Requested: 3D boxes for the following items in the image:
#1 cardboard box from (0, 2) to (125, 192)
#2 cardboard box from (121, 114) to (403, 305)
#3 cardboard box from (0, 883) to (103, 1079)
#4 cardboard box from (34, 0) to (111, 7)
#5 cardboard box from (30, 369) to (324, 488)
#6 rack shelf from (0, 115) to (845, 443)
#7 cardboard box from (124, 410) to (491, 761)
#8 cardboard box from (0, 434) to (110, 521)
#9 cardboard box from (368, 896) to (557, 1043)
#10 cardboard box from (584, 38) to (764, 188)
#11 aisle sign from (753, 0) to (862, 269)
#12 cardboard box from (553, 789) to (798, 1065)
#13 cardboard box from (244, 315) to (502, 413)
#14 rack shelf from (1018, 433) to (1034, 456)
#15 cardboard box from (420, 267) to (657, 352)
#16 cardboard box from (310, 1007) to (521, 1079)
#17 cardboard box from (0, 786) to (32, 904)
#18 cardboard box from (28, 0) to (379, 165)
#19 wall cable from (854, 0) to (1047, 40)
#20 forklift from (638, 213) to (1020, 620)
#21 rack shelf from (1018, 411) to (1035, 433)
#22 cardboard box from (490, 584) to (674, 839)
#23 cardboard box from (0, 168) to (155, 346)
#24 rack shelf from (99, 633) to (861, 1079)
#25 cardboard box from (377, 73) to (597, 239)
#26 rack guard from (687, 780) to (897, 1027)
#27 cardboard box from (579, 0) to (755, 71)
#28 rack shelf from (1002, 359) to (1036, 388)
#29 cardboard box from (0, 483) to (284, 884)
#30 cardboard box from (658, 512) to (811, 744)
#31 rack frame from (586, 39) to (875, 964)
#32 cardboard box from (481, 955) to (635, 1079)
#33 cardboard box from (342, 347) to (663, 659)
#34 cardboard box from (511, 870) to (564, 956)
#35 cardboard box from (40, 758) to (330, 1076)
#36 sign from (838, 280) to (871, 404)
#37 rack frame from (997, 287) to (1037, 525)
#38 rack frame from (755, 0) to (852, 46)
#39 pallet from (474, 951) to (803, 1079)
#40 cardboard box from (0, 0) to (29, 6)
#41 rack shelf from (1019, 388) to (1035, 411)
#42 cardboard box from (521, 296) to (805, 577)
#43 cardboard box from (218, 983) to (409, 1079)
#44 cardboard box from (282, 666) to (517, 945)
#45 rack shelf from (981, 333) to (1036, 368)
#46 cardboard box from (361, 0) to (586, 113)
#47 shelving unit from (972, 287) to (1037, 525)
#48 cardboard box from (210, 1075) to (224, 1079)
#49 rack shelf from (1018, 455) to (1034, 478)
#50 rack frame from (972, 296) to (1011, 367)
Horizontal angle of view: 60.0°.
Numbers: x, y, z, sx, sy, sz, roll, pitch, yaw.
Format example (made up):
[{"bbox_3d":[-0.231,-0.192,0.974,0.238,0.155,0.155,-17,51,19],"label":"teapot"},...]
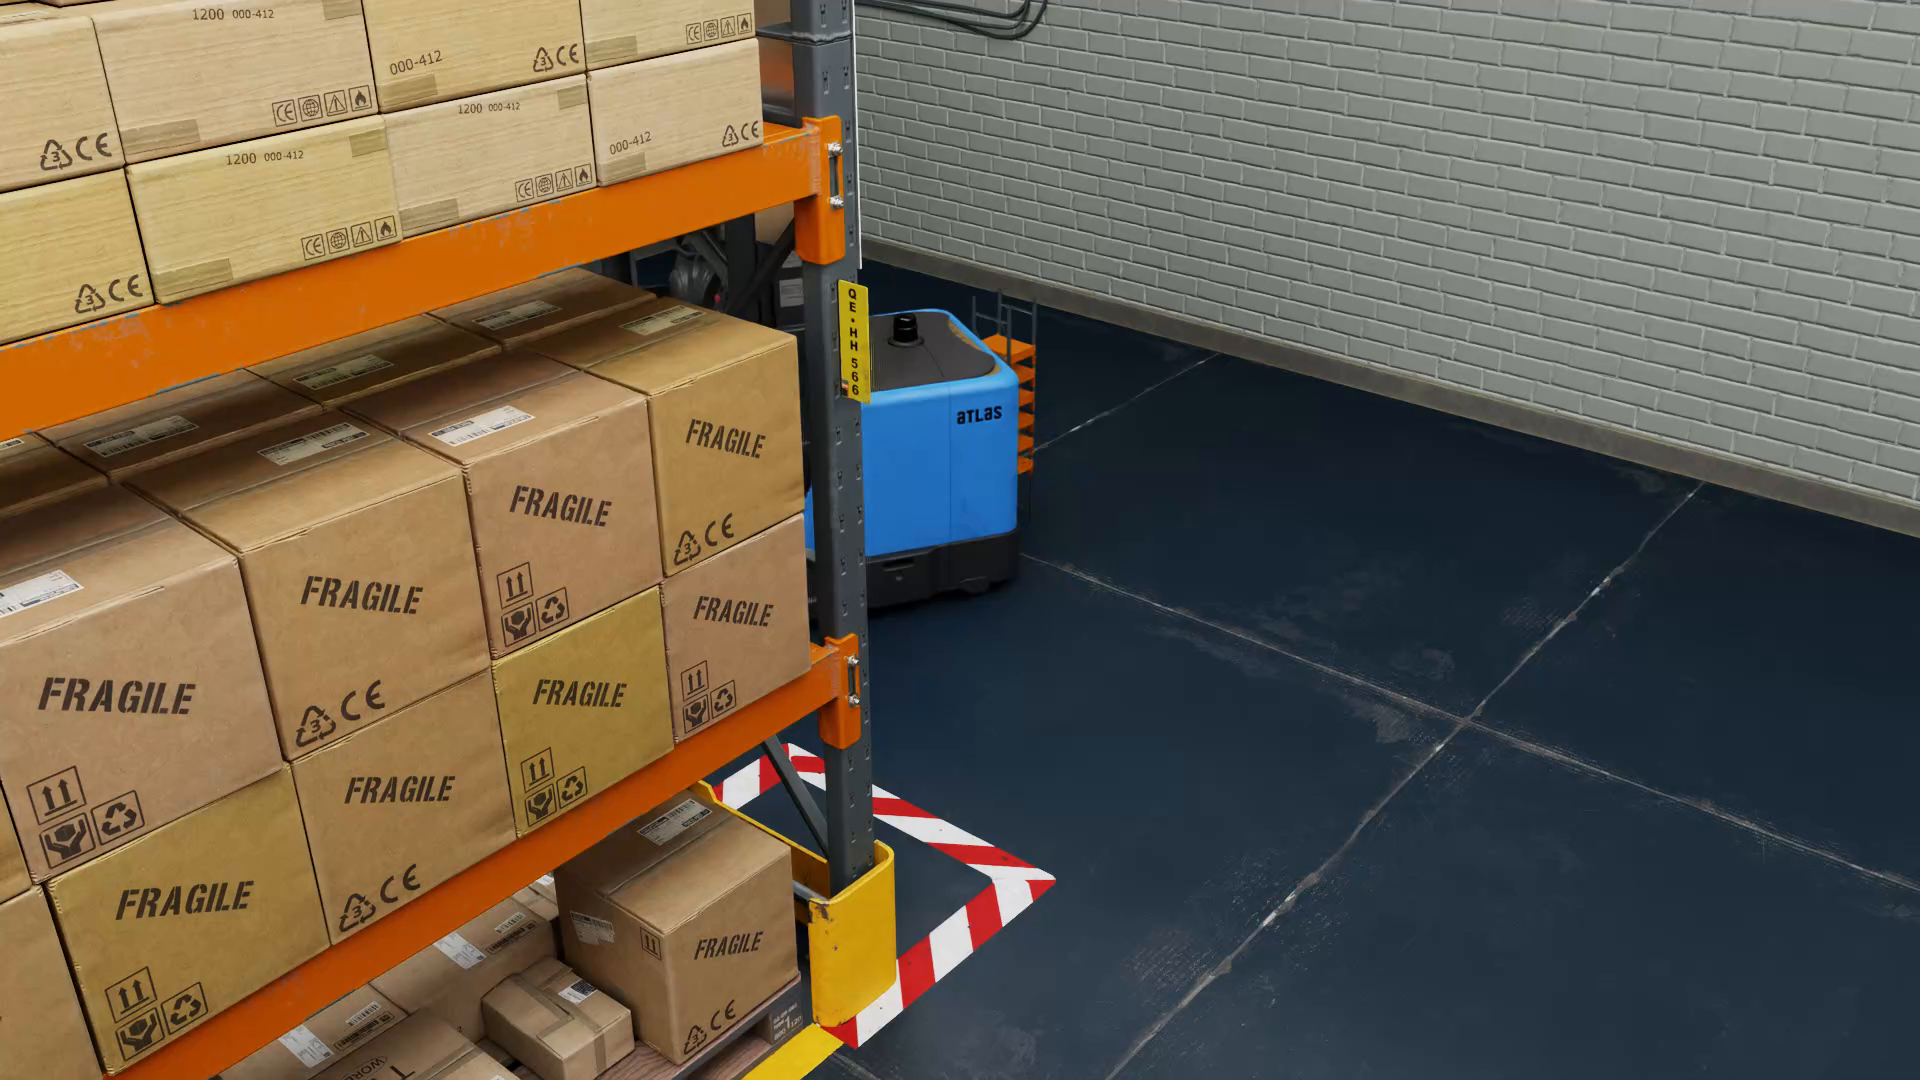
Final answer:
[{"bbox_3d":[-1.775,-0.733,2.758,0.500,0.250,0.500,21,34,34],"label":"cardboard box"},{"bbox_3d":[-1.451,-0.686,3.211,0.500,0.250,0.500,21,34,34],"label":"cardboard box"},{"bbox_3d":[-2.060,0.879,3.178,0.500,0.500,0.500,21,34,34],"label":"cardboard box"},{"bbox_3d":[-1.626,-1.308,3.052,0.700,0.500,0.500,21,34,34],"label":"cardboard box"},{"bbox_3d":[-1.828,-0.080,3.943,0.500,0.500,0.500,21,34,35],"label":"cardboard box"},{"bbox_3d":[-1.966,-0.339,3.159,1.077,0.370,4.000,21,34,34],"label":"rack shelf"},{"bbox_3d":[-1.411,0.079,3.635,0.500,0.500,0.500,22,34,36],"label":"cardboard box"},{"bbox_3d":[-2.150,0.101,3.594,0.500,0.500,0.500,20,34,34],"label":"cardboard box"},{"bbox_3d":[-1.576,1.278,5.029,0.500,0.250,0.500,21,34,34],"label":"cardboard box"},{"bbox_3d":[-0.817,-1.041,3.897,0.500,0.250,0.500,21,34,34],"label":"cardboard box"},{"bbox_3d":[-0.414,-1.124,4.330,0.394,0.787,0.004,21,34,34],"label":"aisle sign"},{"bbox_3d":[-0.849,1.145,5.015,0.500,0.500,0.500,21,34,34],"label":"cardboard box"},{"bbox_3d":[-1.506,-0.256,4.283,0.500,0.500,0.500,21,34,35],"label":"cardboard box"},{"bbox_3d":[0.210,-0.471,8.212,0.258,0.103,0.180,23,35,37],"label":"rack shelf"},{"bbox_3d":[-1.179,-0.443,4.645,0.500,0.500,0.500,22,35,36],"label":"cardboard box"},{"bbox_3d":[-1.477,1.584,4.438,0.500,0.250,0.500,21,34,34],"label":"cardboard box"},{"bbox_3d":[-2.066,0.445,2.929,0.500,0.500,0.500,20,33,33],"label":"cardboard box"},{"bbox_3d":[-1.462,-0.913,3.104,0.500,0.250,0.500,21,34,34],"label":"cardboard box"},{"bbox_3d":[-0.645,-4.668,10.859,3.097,2.526,0.112,21,34,34],"label":"wall cable"},{"bbox_3d":[-1.295,-1.050,7.089,3.031,2.935,1.130,-10,29,-18],"label":"forklift"},{"bbox_3d":[0.210,-0.577,8.157,0.258,0.103,0.180,23,35,37],"label":"rack shelf"},{"bbox_3d":[-1.096,0.344,4.212,0.500,0.500,0.500,21,34,35],"label":"cardboard box"},{"bbox_3d":[-1.782,-0.514,2.877,0.500,0.250,0.500,21,34,34],"label":"cardboard box"},{"bbox_3d":[-1.966,0.994,3.848,1.077,0.370,4.000,21,34,34],"label":"rack shelf"},{"bbox_3d":[-1.143,-0.867,3.561,0.500,0.250,0.500,21,34,34],"label":"cardboard box"},{"bbox_3d":[-0.742,1.102,5.575,1.175,0.500,0.348,21,34,34],"label":"rack guard"},{"bbox_3d":[-0.824,-1.266,3.787,0.500,0.250,0.500,21,34,34],"label":"cardboard box"},{"bbox_3d":[0.210,-0.790,8.046,0.258,0.103,0.180,23,35,37],"label":"rack shelf"},{"bbox_3d":[-1.738,0.261,3.283,0.500,0.500,0.500,22,35,36],"label":"cardboard box"},{"bbox_3d":[-0.768,0.159,4.569,0.500,0.500,0.500,22,35,36],"label":"cardboard box"},{"bbox_3d":[-0.694,-0.035,5.053,1.000,3.000,0.127,21,34,34],"label":"rack frame"},{"bbox_3d":[-1.176,1.410,4.865,0.380,0.166,0.250,21,34,34],"label":"cardboard box"},{"bbox_3d":[-1.085,-0.106,3.993,0.500,0.500,0.500,22,34,36],"label":"cardboard box"},{"bbox_3d":[-1.384,1.165,5.339,0.380,0.166,0.250,21,34,34],"label":"cardboard box"},{"bbox_3d":[-1.738,0.698,3.528,0.500,0.500,0.500,20,34,34],"label":"cardboard box"},{"bbox_3d":[-0.278,-0.520,4.387,0.100,0.325,0.005,21,34,34],"label":"sign"},{"bbox_3d":[0.272,-0.648,8.196,0.240,1.200,0.006,23,35,37],"label":"rack frame"},{"bbox_3d":[-0.694,-2.700,3.675,1.000,3.000,0.127,21,34,34],"label":"rack frame"},{"bbox_3d":[-1.248,1.514,5.095,1.003,0.211,1.213,21,34,34],"label":"pallet"},{"bbox_3d":[-2.017,-1.158,2.762,0.700,0.500,0.500,21,34,34],"label":"cardboard box"},{"bbox_3d":[0.210,-0.684,8.102,0.258,0.103,0.180,23,35,37],"label":"rack shelf"},{"bbox_3d":[-0.764,-0.285,4.340,0.500,0.500,0.500,20,34,34],"label":"cardboard box"},{"bbox_3d":[-1.894,1.455,4.686,0.500,0.250,0.500,21,34,34],"label":"cardboard box"},{"bbox_3d":[-1.417,0.519,3.873,0.500,0.500,0.500,21,34,35],"label":"cardboard box"},{"bbox_3d":[0.210,-0.897,7.991,0.258,0.103,0.180,23,35,37],"label":"rack shelf"},{"bbox_3d":[-1.141,-1.089,3.445,0.500,0.250,0.500,21,34,34],"label":"cardboard box"},{"bbox_3d":[0.210,-0.617,8.136,0.258,1.200,0.189,23,35,37],"label":"shelving unit"},{"bbox_3d":[-2.047,1.629,4.075,0.797,0.503,0.637,21,34,34],"label":"cardboard box"},{"bbox_3d":[0.210,-0.364,8.267,0.258,0.103,0.180,23,35,37],"label":"rack shelf"},{"bbox_3d":[0.148,-0.586,8.076,0.240,1.200,0.006,23,35,37],"label":"rack frame"}]
